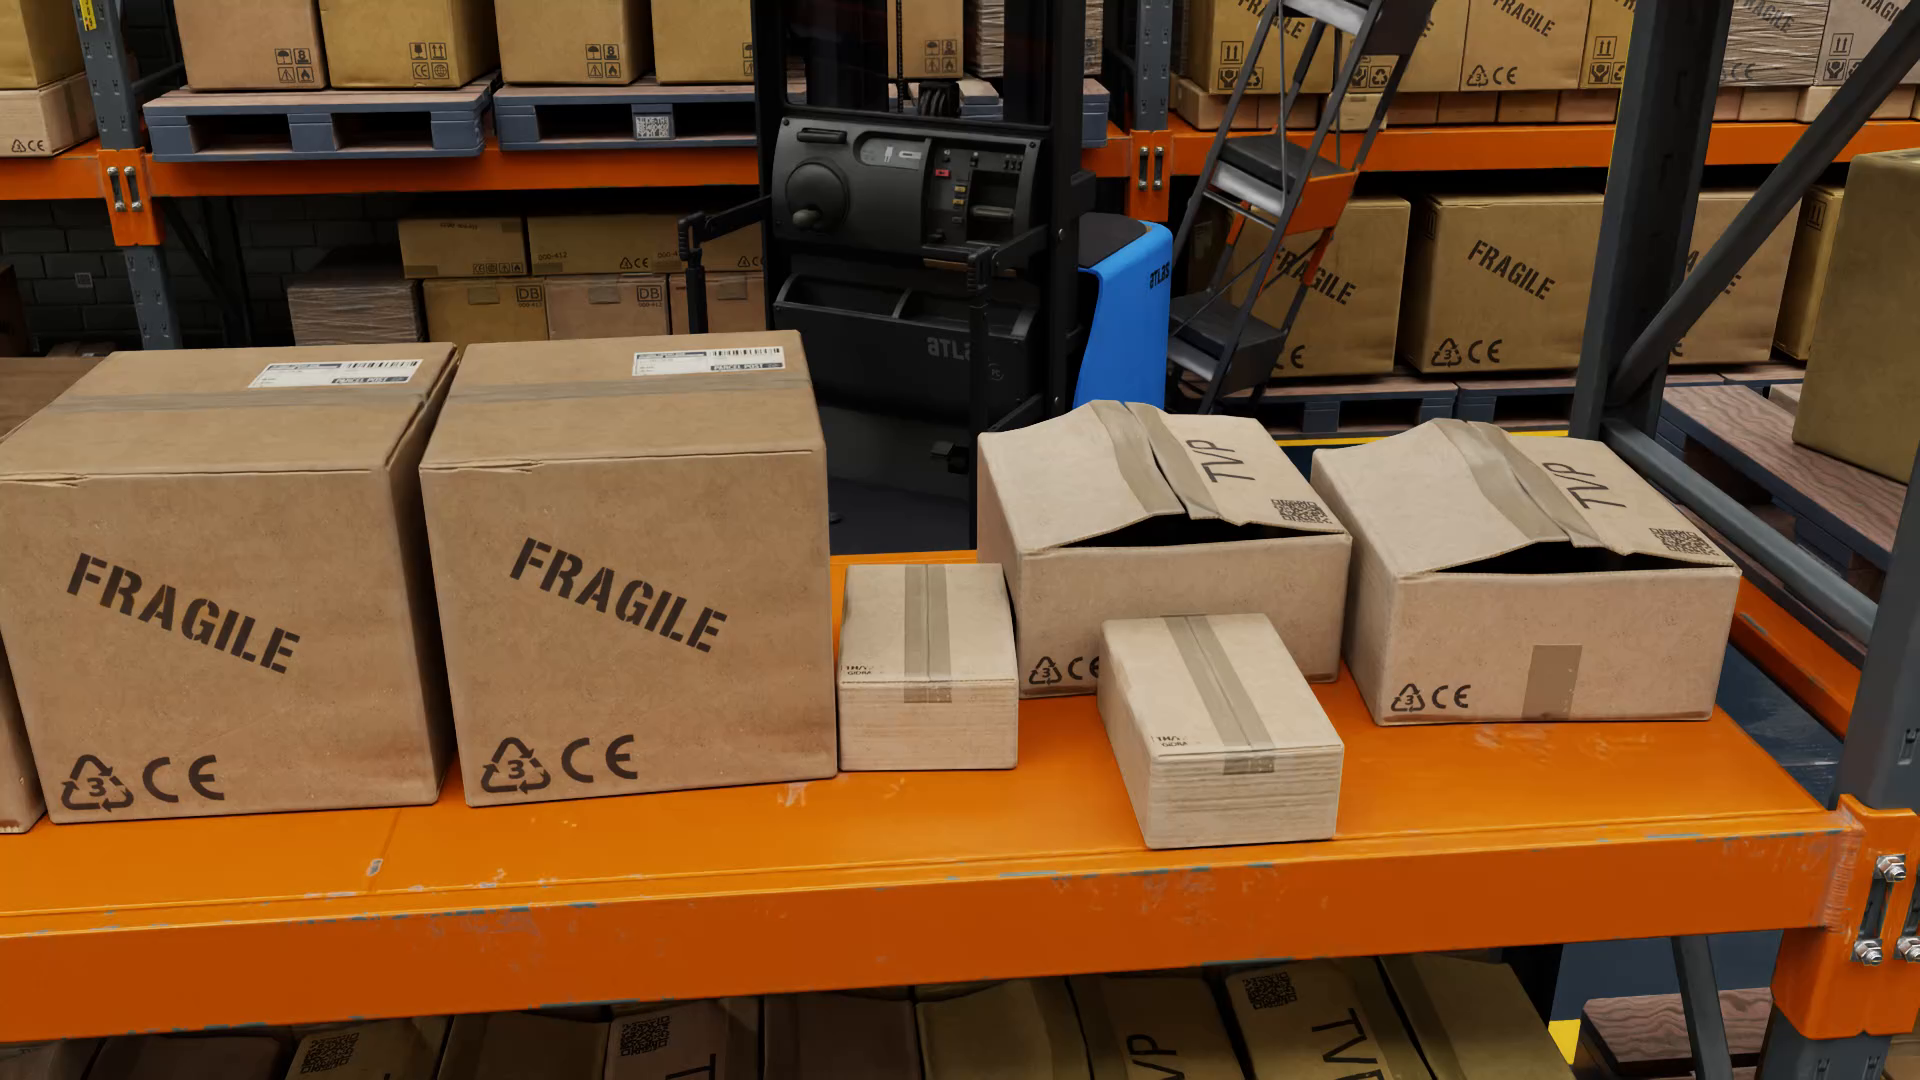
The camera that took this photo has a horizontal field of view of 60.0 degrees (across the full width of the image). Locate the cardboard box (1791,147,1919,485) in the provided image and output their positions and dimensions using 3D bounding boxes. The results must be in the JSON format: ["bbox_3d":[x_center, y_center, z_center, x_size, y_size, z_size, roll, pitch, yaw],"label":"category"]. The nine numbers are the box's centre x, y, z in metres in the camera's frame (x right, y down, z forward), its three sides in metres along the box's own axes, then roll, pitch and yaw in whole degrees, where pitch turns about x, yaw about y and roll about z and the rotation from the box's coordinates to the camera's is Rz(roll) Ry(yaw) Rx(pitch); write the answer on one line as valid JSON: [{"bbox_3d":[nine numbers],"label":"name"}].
[{"bbox_3d":[1.830,-0.317,2.630,0.500,0.500,0.700,-11,26,-23],"label":"cardboard box"}]

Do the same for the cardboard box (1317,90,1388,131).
[{"bbox_3d":[1.599,-1.808,6.908,0.250,0.149,0.380,-2,24,-4],"label":"cardboard box"}]

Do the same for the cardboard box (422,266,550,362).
[{"bbox_3d":[-2.017,-0.987,7.313,0.500,0.500,0.700,-3,24,-6],"label":"cardboard box"}]

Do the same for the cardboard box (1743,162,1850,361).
[{"bbox_3d":[4.070,-1.302,7.615,0.750,0.750,0.750,-2,24,-5],"label":"cardboard box"}]

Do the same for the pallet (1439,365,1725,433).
[{"bbox_3d":[2.727,-0.785,7.756,1.213,0.211,1.003,-2,24,-5],"label":"pallet"}]

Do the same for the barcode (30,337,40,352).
[{"bbox_3d":[-4.132,-0.869,7.393,0.075,0.075,0.001,-2,24,-5],"label":"barcode"}]

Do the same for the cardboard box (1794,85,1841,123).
[{"bbox_3d":[3.628,-1.891,7.096,0.250,0.149,0.380,-2,24,-5],"label":"cardboard box"}]

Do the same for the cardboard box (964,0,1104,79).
[{"bbox_3d":[0.257,-2.235,6.920,0.500,0.500,0.700,-5,24,-11],"label":"cardboard box"}]

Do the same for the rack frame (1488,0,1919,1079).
[{"bbox_3d":[1.214,-0.009,2.576,0.127,3.000,1.000,-2,24,-5],"label":"rack frame"}]

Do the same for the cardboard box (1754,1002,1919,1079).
[{"bbox_3d":[1.696,1.030,2.776,0.500,0.500,0.500,-1,24,-3],"label":"cardboard box"}]

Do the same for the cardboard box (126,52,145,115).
[{"bbox_3d":[-3.746,-1.860,6.901,0.500,0.250,0.500,-2,24,-5],"label":"cardboard box"}]

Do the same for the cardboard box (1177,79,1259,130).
[{"bbox_3d":[1.074,-1.825,6.947,0.250,0.149,0.380,-3,24,-6],"label":"cardboard box"}]

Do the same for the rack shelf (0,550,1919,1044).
[{"bbox_3d":[-0.776,0.400,2.543,4.000,0.370,1.077,-2,24,-5],"label":"rack shelf"}]

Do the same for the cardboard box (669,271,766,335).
[{"bbox_3d":[-1.003,-1.015,7.376,0.500,0.500,0.700,-2,24,-5],"label":"cardboard box"}]

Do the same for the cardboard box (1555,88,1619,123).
[{"bbox_3d":[2.600,-1.890,7.094,0.250,0.149,0.380,-2,24,-5],"label":"cardboard box"}]

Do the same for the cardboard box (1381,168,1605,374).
[{"bbox_3d":[2.341,-1.229,7.452,0.750,0.750,0.750,-2,24,-5],"label":"cardboard box"}]

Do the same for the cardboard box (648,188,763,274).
[{"bbox_3d":[-1.072,-1.342,7.190,0.500,0.250,0.500,-2,24,-5],"label":"cardboard box"}]

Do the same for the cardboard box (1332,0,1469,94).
[{"bbox_3d":[1.755,-2.135,6.845,0.500,0.500,0.500,-2,24,-3],"label":"cardboard box"}]

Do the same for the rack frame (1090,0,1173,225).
[{"bbox_3d":[0.724,-2.011,7.081,0.127,3.000,1.000,-2,24,-5],"label":"rack frame"}]

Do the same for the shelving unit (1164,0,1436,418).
[{"bbox_3d":[1.197,-1.300,6.473,0.431,2.100,0.503,34,31,25],"label":"shelving unit"}]

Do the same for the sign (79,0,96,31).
[{"bbox_3d":[-3.196,-2.028,6.053,0.005,0.325,0.100,-2,24,-5],"label":"sign"}]

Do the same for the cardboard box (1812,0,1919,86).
[{"bbox_3d":[3.763,-2.217,7.030,0.500,0.500,0.500,-2,24,-5],"label":"cardboard box"}]

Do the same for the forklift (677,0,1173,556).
[{"bbox_3d":[-0.274,-1.110,5.138,1.130,2.935,3.031,11,26,23],"label":"forklift"}]

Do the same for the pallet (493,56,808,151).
[{"bbox_3d":[-1.242,-1.828,6.905,1.213,0.211,1.003,-2,24,-5],"label":"pallet"}]

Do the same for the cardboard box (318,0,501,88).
[{"bbox_3d":[-2.190,-2.124,6.670,0.500,0.500,0.700,0,24,0],"label":"cardboard box"}]

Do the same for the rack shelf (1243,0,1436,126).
[{"bbox_3d":[1.402,-1.870,6.151,0.431,0.518,0.480,34,31,25],"label":"rack shelf"}]

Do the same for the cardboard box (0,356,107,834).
[{"bbox_3d":[-1.476,0.060,2.298,0.500,0.500,0.500,-1,24,-1],"label":"cardboard box"}]

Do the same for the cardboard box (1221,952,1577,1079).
[{"bbox_3d":[0.717,0.920,2.665,0.500,0.311,0.500,-2,24,-4],"label":"cardboard box"}]

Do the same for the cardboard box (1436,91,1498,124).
[{"bbox_3d":[2.094,-1.881,7.074,0.250,0.149,0.380,-2,24,-4],"label":"cardboard box"}]

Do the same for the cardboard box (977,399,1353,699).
[{"bbox_3d":[0.305,-0.011,2.690,0.500,0.311,0.500,-3,24,-6],"label":"cardboard box"}]

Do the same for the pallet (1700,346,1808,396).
[{"bbox_3d":[3.944,-0.835,7.869,1.213,0.211,1.003,-2,24,-5],"label":"pallet"}]

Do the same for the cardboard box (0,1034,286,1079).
[{"bbox_3d":[-1.317,1.005,2.475,0.500,0.311,0.500,-3,24,-7],"label":"cardboard box"}]

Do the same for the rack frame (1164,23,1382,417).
[{"bbox_3d":[1.340,-1.355,6.662,0.400,2.100,0.015,34,31,25],"label":"rack frame"}]

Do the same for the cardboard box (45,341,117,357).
[{"bbox_3d":[-3.786,-0.724,7.132,0.250,0.166,0.380,-5,25,-12],"label":"cardboard box"}]

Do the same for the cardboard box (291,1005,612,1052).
[{"bbox_3d":[-0.877,0.766,3.010,0.500,0.311,0.500,-3,24,-6],"label":"cardboard box"}]

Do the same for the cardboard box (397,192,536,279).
[{"bbox_3d":[-2.088,-1.308,7.111,0.500,0.250,0.500,-3,24,-6],"label":"cardboard box"}]

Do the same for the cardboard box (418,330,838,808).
[{"bbox_3d":[-0.454,0.019,2.391,0.500,0.500,0.500,-4,24,-8],"label":"cardboard box"}]

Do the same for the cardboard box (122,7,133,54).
[{"bbox_3d":[-3.745,-2.200,6.743,0.500,0.500,0.500,-3,24,-6],"label":"cardboard box"}]

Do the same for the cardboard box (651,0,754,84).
[{"bbox_3d":[-0.981,-2.176,6.788,0.500,0.500,0.700,-2,24,-5],"label":"cardboard box"}]

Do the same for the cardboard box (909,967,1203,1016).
[{"bbox_3d":[0.142,0.726,3.101,0.500,0.311,0.500,-3,24,-6],"label":"cardboard box"}]

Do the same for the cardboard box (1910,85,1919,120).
[{"bbox_3d":[4.147,-1.917,7.155,0.250,0.149,0.380,-2,24,-4],"label":"cardboard box"}]

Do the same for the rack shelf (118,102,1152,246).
[{"bbox_3d":[-1.266,-1.602,7.047,4.000,0.370,1.077,-2,24,-5],"label":"rack shelf"}]

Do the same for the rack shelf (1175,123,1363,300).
[{"bbox_3d":[1.193,-1.288,6.479,0.431,0.518,0.480,34,31,25],"label":"rack shelf"}]

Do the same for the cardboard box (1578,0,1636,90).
[{"bbox_3d":[2.766,-2.178,6.943,0.500,0.500,0.500,-2,24,-4],"label":"cardboard box"}]

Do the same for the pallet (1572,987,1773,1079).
[{"bbox_3d":[1.961,1.251,3.175,1.213,0.211,1.003,-2,24,-5],"label":"pallet"}]

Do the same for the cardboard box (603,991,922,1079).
[{"bbox_3d":[-0.302,0.963,2.569,0.500,0.311,0.500,-2,24,-5],"label":"cardboard box"}]

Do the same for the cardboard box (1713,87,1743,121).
[{"bbox_3d":[3.127,-1.904,7.125,0.250,0.149,0.380,-3,24,-7],"label":"cardboard box"}]
